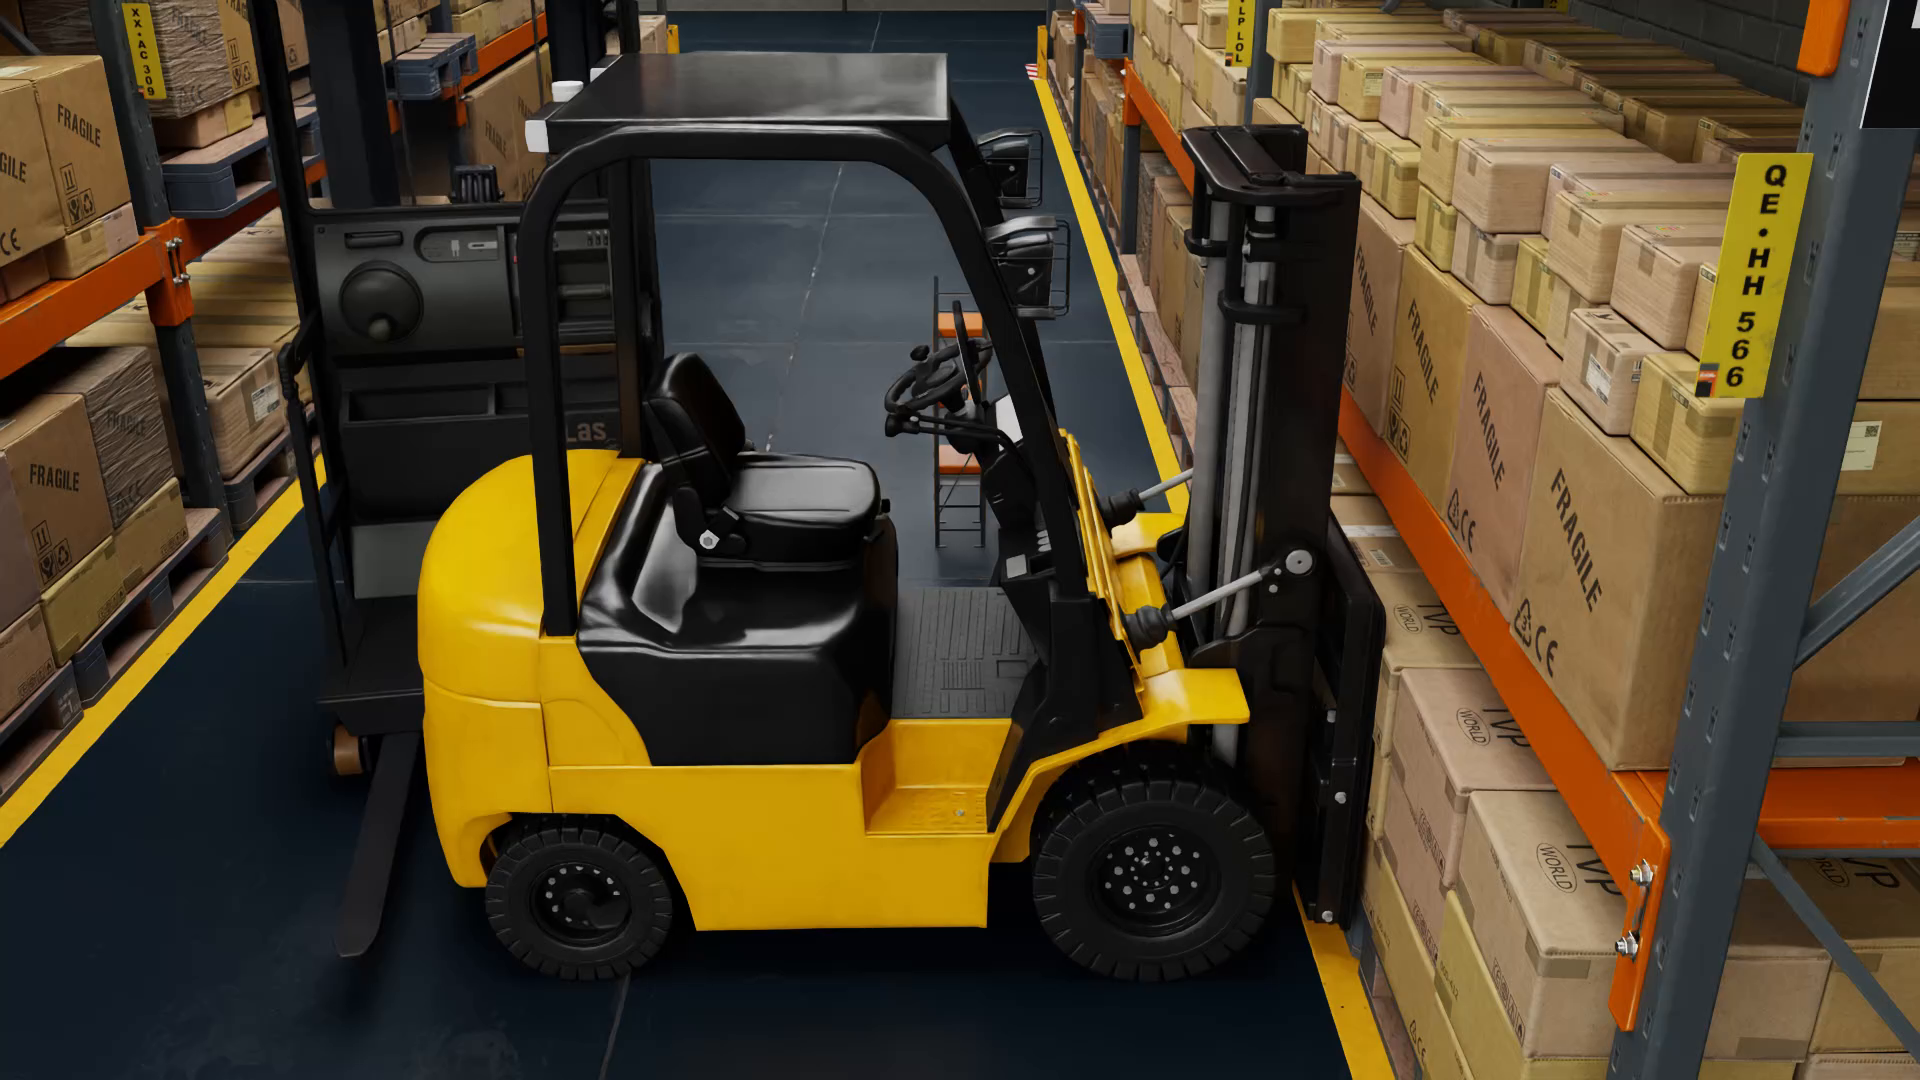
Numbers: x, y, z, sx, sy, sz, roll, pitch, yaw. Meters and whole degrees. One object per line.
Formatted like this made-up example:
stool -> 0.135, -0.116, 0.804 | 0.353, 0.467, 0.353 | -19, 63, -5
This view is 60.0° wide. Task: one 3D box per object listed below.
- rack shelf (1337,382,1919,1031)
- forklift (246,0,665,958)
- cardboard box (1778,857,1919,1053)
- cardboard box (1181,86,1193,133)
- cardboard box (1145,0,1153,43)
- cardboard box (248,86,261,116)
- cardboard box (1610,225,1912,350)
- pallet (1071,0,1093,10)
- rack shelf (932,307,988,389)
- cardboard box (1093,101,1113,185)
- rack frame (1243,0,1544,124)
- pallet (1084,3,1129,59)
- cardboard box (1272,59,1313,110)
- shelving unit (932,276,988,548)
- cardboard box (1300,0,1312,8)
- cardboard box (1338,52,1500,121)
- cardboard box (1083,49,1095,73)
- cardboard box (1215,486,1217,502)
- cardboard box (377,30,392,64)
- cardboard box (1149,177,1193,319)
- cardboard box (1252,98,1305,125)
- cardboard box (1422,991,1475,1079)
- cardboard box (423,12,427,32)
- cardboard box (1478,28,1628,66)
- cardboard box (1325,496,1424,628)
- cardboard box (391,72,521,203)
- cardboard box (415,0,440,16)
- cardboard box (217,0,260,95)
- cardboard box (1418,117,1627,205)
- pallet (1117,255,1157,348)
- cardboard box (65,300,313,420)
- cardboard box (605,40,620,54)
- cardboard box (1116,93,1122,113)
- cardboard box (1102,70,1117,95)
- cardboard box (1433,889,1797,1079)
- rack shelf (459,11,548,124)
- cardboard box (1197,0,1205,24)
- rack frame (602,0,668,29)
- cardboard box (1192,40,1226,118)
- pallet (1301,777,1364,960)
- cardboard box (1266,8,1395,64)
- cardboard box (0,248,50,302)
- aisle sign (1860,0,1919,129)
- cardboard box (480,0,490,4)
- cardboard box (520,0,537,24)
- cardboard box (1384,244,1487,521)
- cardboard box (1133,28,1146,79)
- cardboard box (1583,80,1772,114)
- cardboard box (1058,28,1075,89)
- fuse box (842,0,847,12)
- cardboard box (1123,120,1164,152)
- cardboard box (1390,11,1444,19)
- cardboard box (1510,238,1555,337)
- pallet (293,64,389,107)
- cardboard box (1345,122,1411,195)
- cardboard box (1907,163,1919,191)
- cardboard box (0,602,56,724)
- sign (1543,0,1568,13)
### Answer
rack shelf -> 1.557, -0.198, 4.420 | 1.077, 0.370, 4.000 | 0, 24, -1
forklift -> -1.438, -0.770, 4.895 | 1.130, 2.935, 3.031 | -4, 25, -9
cardboard box -> 1.763, 0.706, 3.164 | 0.500, 0.250, 0.500 | -1, 24, -1
cardboard box -> 1.283, -1.900, 7.492 | 0.500, 0.250, 0.500 | 0, 24, 0
cardboard box -> 1.257, -2.767, 8.804 | 0.500, 0.250, 0.500 | 0, 24, 1
cardboard box -> -3.191, -1.851, 6.999 | 0.380, 0.149, 0.250 | 1, 24, 3
cardboard box -> 1.331, -0.426, 2.783 | 0.380, 0.149, 0.250 | 0, 24, 0
pallet -> 1.348, -4.229, 12.693 | 1.003, 0.211, 1.213 | 0, 24, -1
rack shelf -> -0.001, -0.749, 6.470 | 0.215, 0.259, 0.240 | 0, 24, -1
cardboard box -> 1.245, -2.860, 11.956 | 0.500, 0.500, 0.500 | -1, 24, -2
rack frame -> 1.536, -1.350, 6.094 | 1.000, 3.000, 0.127 | 0, 24, -1
pallet -> 1.414, -3.190, 10.395 | 1.213, 0.211, 1.003 | 0, 24, -1
cardboard box -> 1.276, -1.558, 5.647 | 0.380, 0.149, 0.250 | -1, 24, -1
shelving unit -> -0.001, -0.500, 6.582 | 0.215, 1.050, 0.252 | 0, 24, -1
cardboard box -> 1.776, -2.465, 7.652 | 0.380, 0.149, 0.250 | 0, 24, 0
cardboard box -> 1.277, -1.268, 4.644 | 0.380, 0.149, 0.250 | -1, 24, -1
cardboard box -> 1.186, -3.845, 13.348 | 0.380, 0.149, 0.250 | 1, 24, 2
cardboard box -> 1.210, -0.087, 6.130 | 0.500, 0.250, 0.500 | 0, 24, 0
cardboard box -> -3.098, -2.486, 8.402 | 0.380, 0.149, 0.250 | 0, 24, 0
cardboard box -> 1.500, -1.581, 8.978 | 0.875, 0.625, 0.625 | 1, 24, 1
cardboard box -> 1.279, -1.211, 5.667 | 0.500, 0.500, 0.500 | -1, 24, -2
cardboard box -> 1.258, 1.168, 3.355 | 0.500, 0.250, 0.500 | 0, 24, 0
cardboard box -> -3.233, -2.917, 9.355 | 0.380, 0.149, 0.250 | 1, 24, 1
cardboard box -> 1.819, -1.484, 5.121 | 0.380, 0.149, 0.250 | 0, 24, -1
cardboard box -> 1.237, 0.089, 4.527 | 0.500, 0.250, 0.500 | -1, 24, -2
cardboard box -> -3.396, -2.482, 10.667 | 0.875, 0.875, 0.875 | 0, 24, -1
cardboard box -> -3.189, -3.161, 9.106 | 0.500, 0.500, 0.500 | -1, 24, -2
cardboard box -> -3.152, -2.099, 6.759 | 0.500, 0.500, 0.500 | 0, 24, 0
cardboard box -> 1.250, -0.850, 3.720 | 0.380, 0.149, 0.250 | 0, 24, 0
pallet -> 1.462, -1.388, 9.563 | 1.003, 0.211, 1.213 | 0, 24, -1
cardboard box -> -3.447, -0.832, 7.629 | 0.950, 0.372, 0.625 | 1, 24, 3
cardboard box -> -3.425, -4.274, 15.160 | 0.875, 0.438, 0.875 | -1, 24, -2
cardboard box -> 1.280, -2.981, 11.438 | 0.380, 0.149, 0.250 | -1, 24, -1
cardboard box -> 1.263, -3.410, 12.386 | 0.380, 0.149, 0.250 | 0, 24, -1
cardboard box -> 1.261, 0.933, 3.267 | 0.500, 0.250, 0.500 | -1, 24, -1
rack shelf -> -3.493, -3.470, 11.656 | 1.077, 0.370, 4.000 | 0, 24, -1
cardboard box -> 1.266, -2.357, 7.413 | 0.380, 0.149, 0.250 | 0, 24, 0
rack frame -> -3.559, -6.271, 16.975 | 1.000, 3.000, 0.127 | 0, 24, -1
cardboard box -> 1.262, -1.922, 6.936 | 0.500, 0.250, 0.500 | -1, 24, -2
pallet -> 1.519, 0.753, 4.830 | 1.003, 0.211, 1.213 | 0, 24, -1
cardboard box -> 1.242, -1.694, 5.585 | 0.380, 0.149, 0.250 | 0, 24, 1
cardboard box -> -3.185, -0.870, 5.338 | 0.380, 0.149, 0.250 | 0, 24, 0
aisle sign -> 1.286, -0.858, 1.851 | 0.394, 0.787, 0.004 | 0, 24, -1
cardboard box -> -3.235, -3.556, 10.549 | 0.500, 0.250, 0.500 | 0, 24, 1
cardboard box -> -3.257, -3.740, 11.561 | 0.500, 0.250, 0.500 | 0, 24, -1
cardboard box -> 1.309, -0.374, 3.815 | 0.500, 0.500, 0.500 | -1, 24, -2
cardboard box -> 1.252, -2.746, 9.363 | 0.500, 0.250, 0.500 | 0, 24, 0
cardboard box -> 1.794, -1.064, 4.193 | 0.380, 0.149, 0.250 | 0, 24, 1
cardboard box -> 1.193, -4.524, 15.636 | 0.500, 0.500, 0.500 | 0, 24, 0
fuse box -> -1.542, -7.956, 22.265 | 0.539, 1.711, 0.414 | 0, 24, -1
cardboard box -> 1.233, -2.548, 10.481 | 0.380, 0.149, 0.250 | -1, 24, -3
cardboard box -> 1.794, -2.050, 6.735 | 0.380, 0.149, 0.250 | 0, 24, -1
cardboard box -> 1.330, -0.499, 3.304 | 0.380, 0.149, 0.250 | 0, 24, -1
pallet -> -3.409, -2.071, 7.922 | 1.003, 0.211, 1.213 | 0, 24, -1
cardboard box -> 1.261, -1.031, 4.481 | 0.380, 0.149, 0.250 | -1, 24, -2
cardboard box -> 1.815, -0.636, 3.247 | 0.380, 0.149, 0.250 | 0, 24, 0
cardboard box -> -3.136, 0.407, 5.037 | 0.500, 0.250, 0.500 | 0, 24, 0
sign -> 2.090, -1.783, 5.907 | 0.100, 0.325, 0.005 | 0, 24, -1
